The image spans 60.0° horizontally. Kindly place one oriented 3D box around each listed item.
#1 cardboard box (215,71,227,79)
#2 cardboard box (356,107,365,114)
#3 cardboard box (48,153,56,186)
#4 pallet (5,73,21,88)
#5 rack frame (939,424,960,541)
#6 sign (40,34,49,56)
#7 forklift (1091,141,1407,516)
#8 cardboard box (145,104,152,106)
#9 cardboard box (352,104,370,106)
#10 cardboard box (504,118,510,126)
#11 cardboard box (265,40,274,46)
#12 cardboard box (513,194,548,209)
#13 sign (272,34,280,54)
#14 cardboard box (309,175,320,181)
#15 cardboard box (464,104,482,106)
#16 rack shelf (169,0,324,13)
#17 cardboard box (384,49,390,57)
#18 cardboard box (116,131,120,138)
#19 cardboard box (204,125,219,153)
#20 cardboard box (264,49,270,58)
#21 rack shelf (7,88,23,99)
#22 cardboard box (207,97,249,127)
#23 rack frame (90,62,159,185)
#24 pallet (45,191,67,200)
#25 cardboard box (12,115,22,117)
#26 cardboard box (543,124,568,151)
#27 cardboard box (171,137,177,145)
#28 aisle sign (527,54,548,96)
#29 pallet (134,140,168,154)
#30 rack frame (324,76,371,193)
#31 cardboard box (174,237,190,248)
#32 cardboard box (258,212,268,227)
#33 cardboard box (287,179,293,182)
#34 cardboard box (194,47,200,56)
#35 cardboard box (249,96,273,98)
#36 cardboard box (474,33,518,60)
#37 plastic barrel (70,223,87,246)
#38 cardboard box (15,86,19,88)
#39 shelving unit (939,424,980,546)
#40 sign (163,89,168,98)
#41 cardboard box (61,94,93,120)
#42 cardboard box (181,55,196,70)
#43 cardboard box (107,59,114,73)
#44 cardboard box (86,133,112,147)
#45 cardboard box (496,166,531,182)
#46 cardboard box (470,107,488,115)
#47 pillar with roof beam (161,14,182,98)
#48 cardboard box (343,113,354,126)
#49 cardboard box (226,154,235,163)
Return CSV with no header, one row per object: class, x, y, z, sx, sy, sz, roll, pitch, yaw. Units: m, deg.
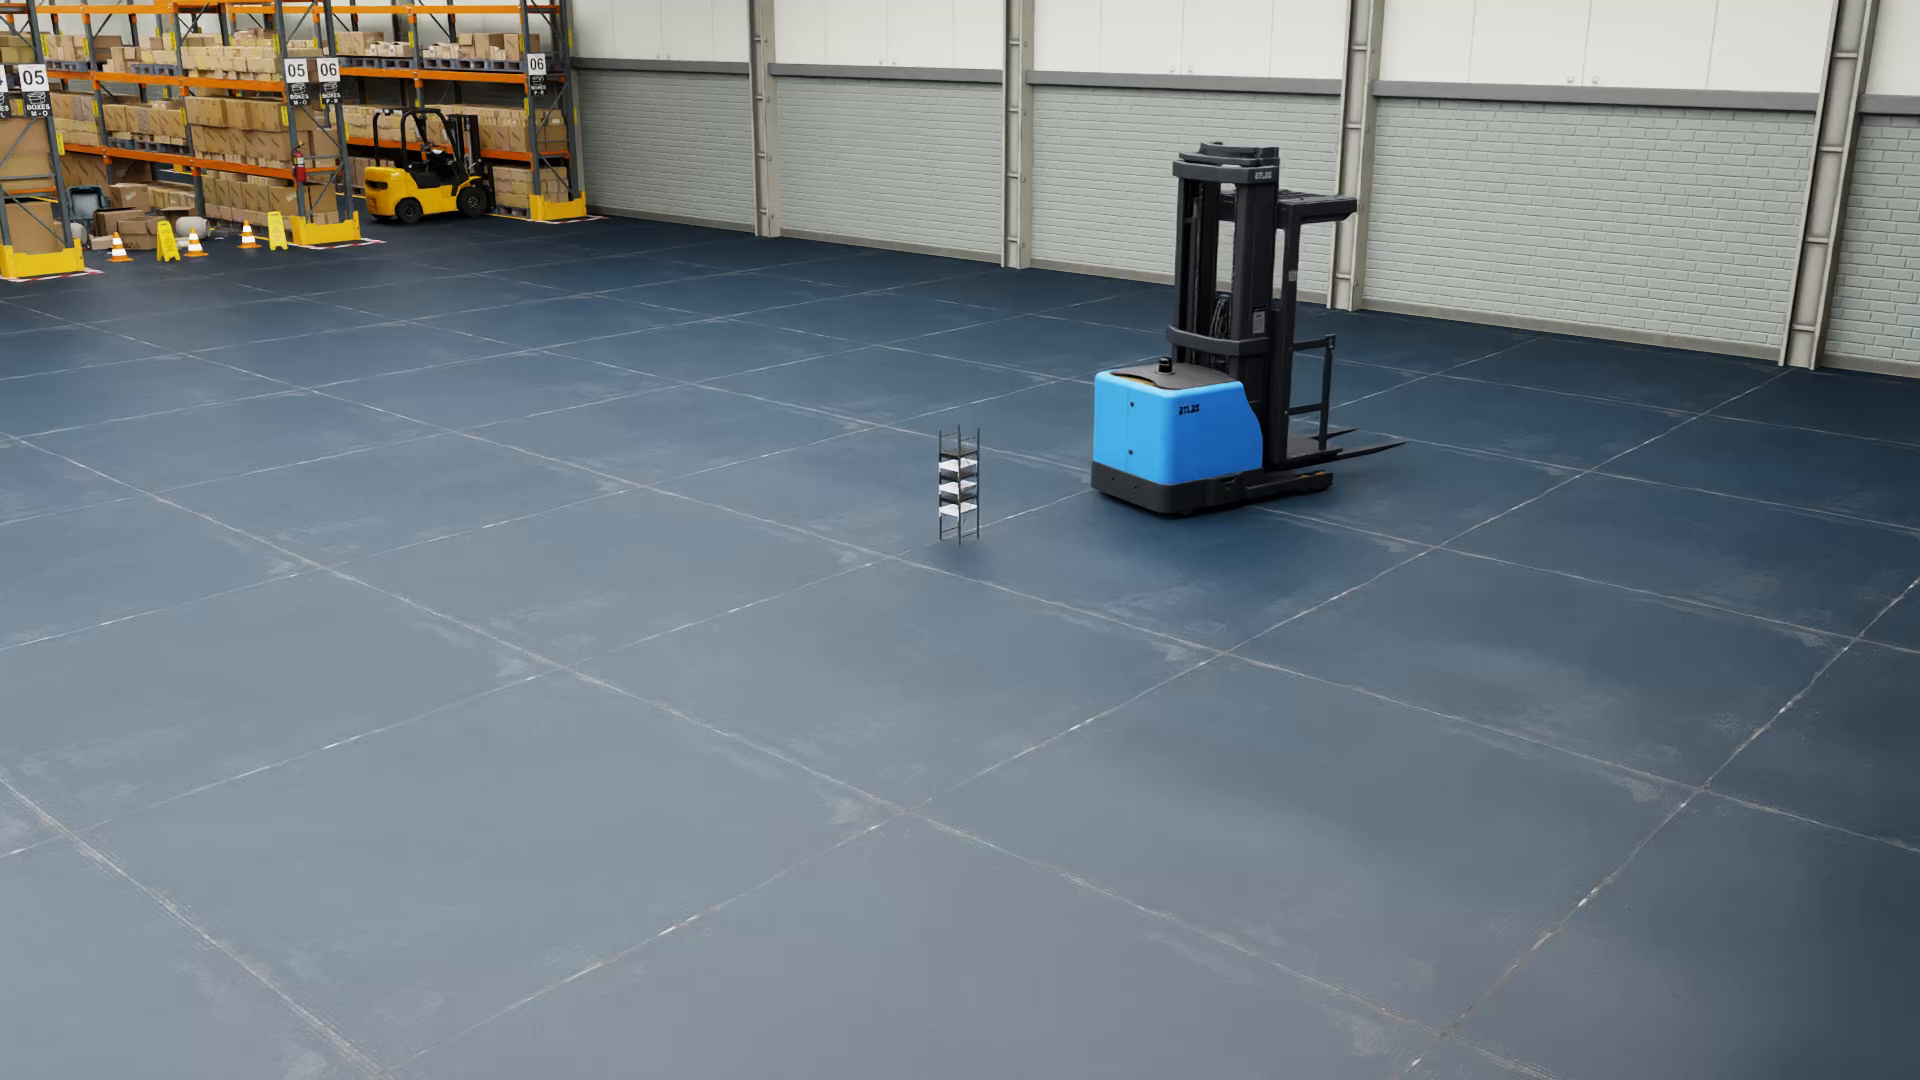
cardboard box,-13.441,-8.552,30.558,0.250,0.149,0.380,14,23,38
cardboard box,-13.253,-9.600,37.164,0.250,0.149,0.380,15,23,40
cardboard box,-19.884,-8.326,37.208,0.875,0.875,0.875,16,24,41
pallet,-15.197,-7.230,26.122,1.213,0.211,1.003,15,23,39
rack frame,-0.082,-0.451,13.045,0.006,0.900,0.240,15,23,39
sign,-14.263,-7.704,25.894,0.005,0.325,0.100,15,23,39
forklift,2.640,-1.915,14.302,3.031,2.935,1.130,-11,21,-32
cardboard box,-16.491,-8.702,34.222,0.500,0.500,0.500,15,23,38
cardboard box,-13.739,-9.903,38.120,0.250,0.149,0.380,16,24,41
cardboard box,-8.943,-8.433,33.489,0.250,0.149,0.380,16,23,40
cardboard box,-15.986,-11.614,38.852,0.250,0.149,0.380,15,23,40
cardboard box,-8.695,-6.872,33.658,0.500,0.250,0.500,15,23,40
sign,-11.809,-8.566,28.722,0.005,0.325,0.100,15,23,39
cardboard box,-14.943,-8.714,39.048,0.500,0.500,0.500,15,23,38
cardboard box,-10.319,-9.156,35.273,0.250,0.149,0.380,15,23,39
rack shelf,-12.921,-9.753,30.160,4.000,0.370,1.077,15,23,39
cardboard box,-12.149,-10.473,35.749,0.250,0.149,0.380,15,23,39
cardboard box,-17.100,-8.351,34.188,0.250,0.149,0.380,13,22,36
cardboard box,-13.882,-7.582,31.385,0.500,0.500,0.500,15,23,39
cardboard box,-12.042,-8.588,29.351,0.250,0.149,0.380,16,23,40
rack shelf,-16.131,-7.184,27.021,4.000,0.370,1.077,15,23,39
cardboard box,-13.507,-7.953,30.904,0.500,0.500,0.700,14,23,38
rack frame,-17.409,-8.442,34.754,0.127,3.000,1.000,15,23,39
pallet,-19.774,-7.778,37.272,1.213,0.211,1.003,15,23,39
cardboard box,-15.360,-6.455,26.459,0.550,0.550,0.875,15,23,39
cardboard box,-8.320,-8.170,33.730,0.500,0.500,0.500,16,24,41
cardboard box,-15.171,-7.817,32.506,0.250,0.149,0.380,14,22,38
aisle sign,-8.279,-9.119,32.590,0.004,0.787,0.394,15,23,39
pallet,-15.901,-7.963,33.560,1.213,0.211,1.003,15,23,39
rack frame,-14.117,-9.566,38.295,0.127,3.000,1.000,15,23,39
cardboard box,-13.746,-5.283,29.513,0.380,0.149,0.250,-6,18,-18
cardboard box,-12.591,-5.933,30.698,0.500,0.250,0.500,15,23,39
cardboard box,-12.627,-6.519,31.305,0.500,0.500,0.500,16,23,40
cardboard box,-13.993,-9.091,30.938,0.250,0.149,0.380,14,22,38
cardboard box,-16.895,-10.469,40.282,0.500,0.500,0.700,16,23,41
cardboard box,-9.326,-9.947,33.512,0.500,0.500,0.700,15,23,40
plastic barrel,-15.761,-5.390,29.396,0.512,0.421,0.421,-3,18,-8
cardboard box,-20.842,-10.069,36.988,0.250,0.149,0.380,14,23,38
shelving unit,-0.006,-0.431,12.981,0.210,0.900,0.258,15,23,39
sign,-20.461,-11.462,42.839,0.005,0.325,0.100,15,23,39
cardboard box,-18.726,-9.213,35.366,0.500,0.500,0.500,15,23,39
cardboard box,-14.270,-8.989,31.274,0.500,0.250,0.500,14,23,38
cardboard box,-17.095,-9.655,33.839,0.258,0.266,0.396,15,23,39
cardboard box,-17.960,-8.414,34.912,0.500,0.250,0.500,14,22,37
cardboard box,-9.071,-7.449,33.823,0.500,0.250,0.500,16,23,40
cardboard box,-9.869,-8.844,34.290,0.250,0.149,0.380,15,23,39
pillar with roof beam,-24.376,-13.803,41.728,0.400,9.000,9.100,15,23,39
cardboard box,-13.574,-9.488,37.470,0.500,0.250,0.500,16,24,41
cardboard box,-13.444,-7.125,31.018,0.250,0.149,0.380,15,23,40
